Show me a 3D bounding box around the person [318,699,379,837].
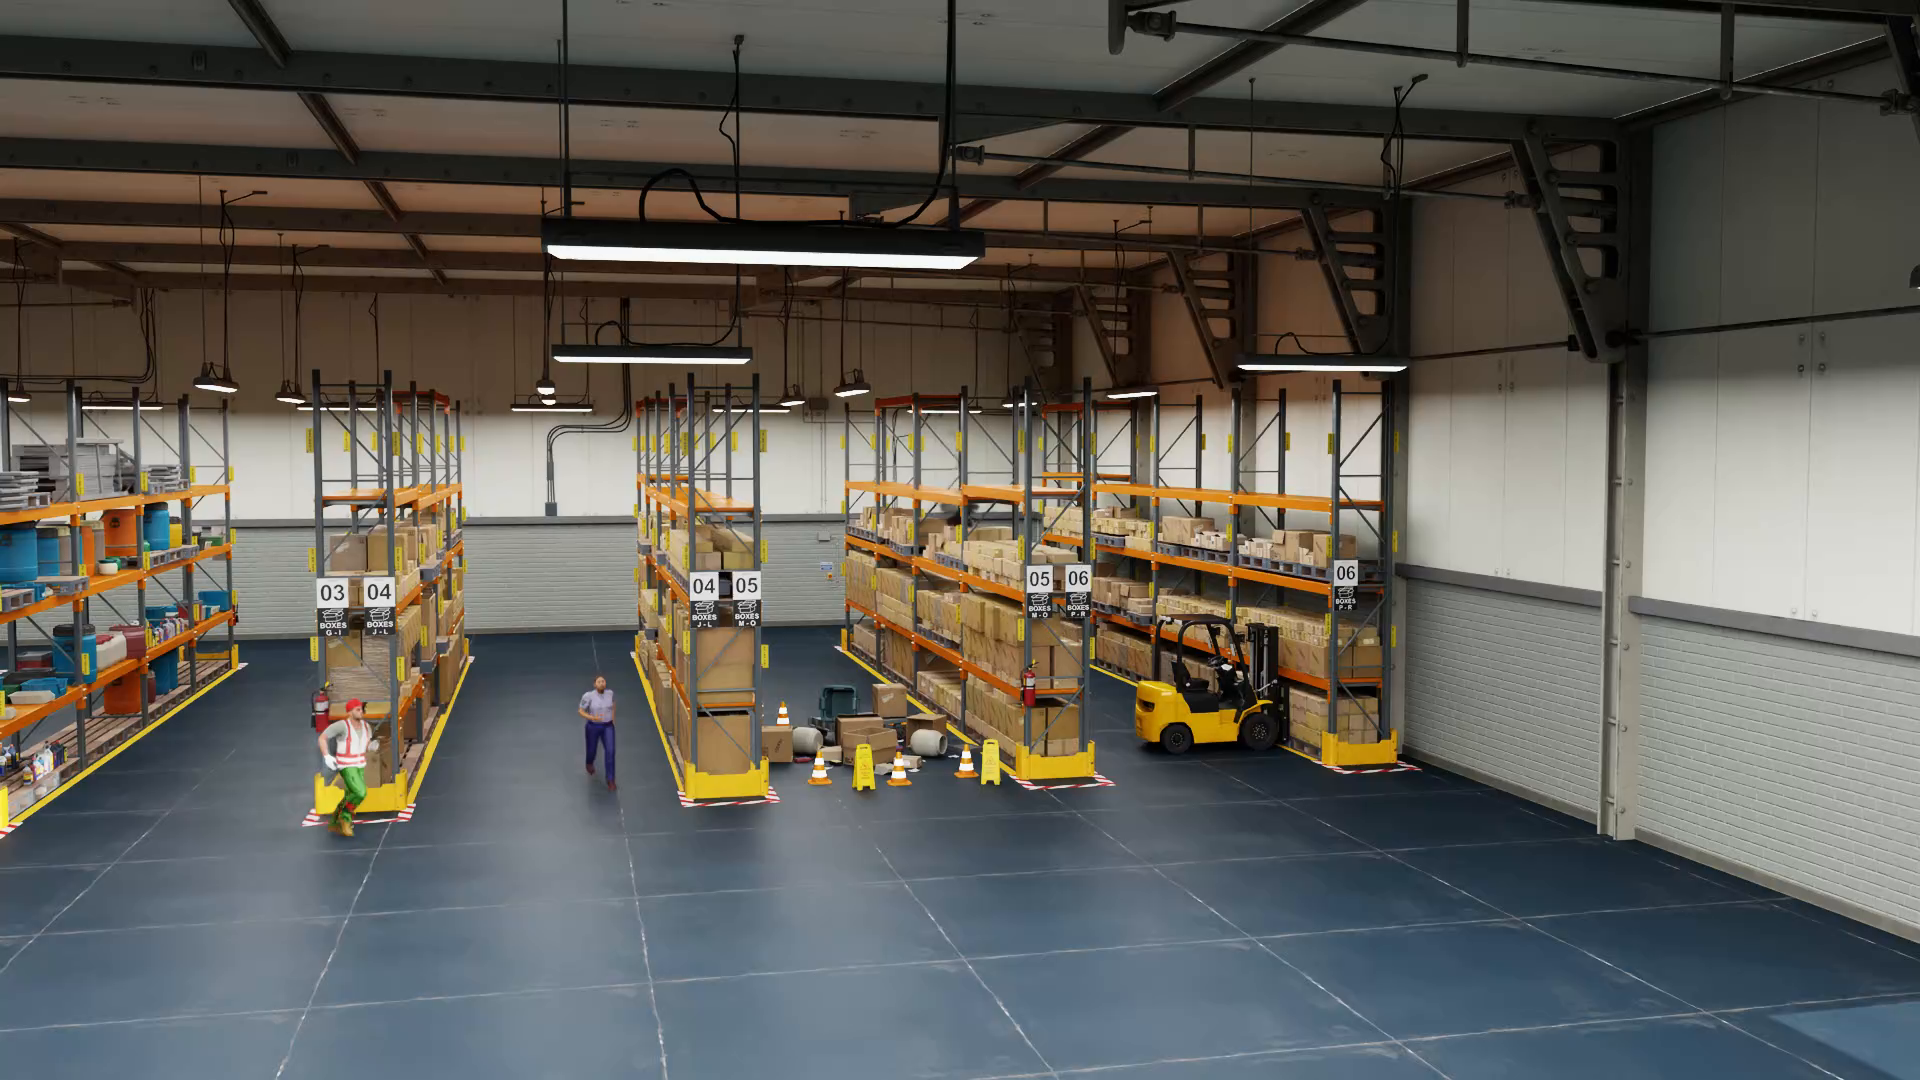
[{"bbox_3d":[-7.732,2.891,21.146,0.735,1.750,0.647,1,4,23],"label":"person"}]

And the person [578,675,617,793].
[{"bbox_3d":[-5.294,2.793,24.307,0.574,1.664,1.086,-1,4,-22],"label":"person"}]
